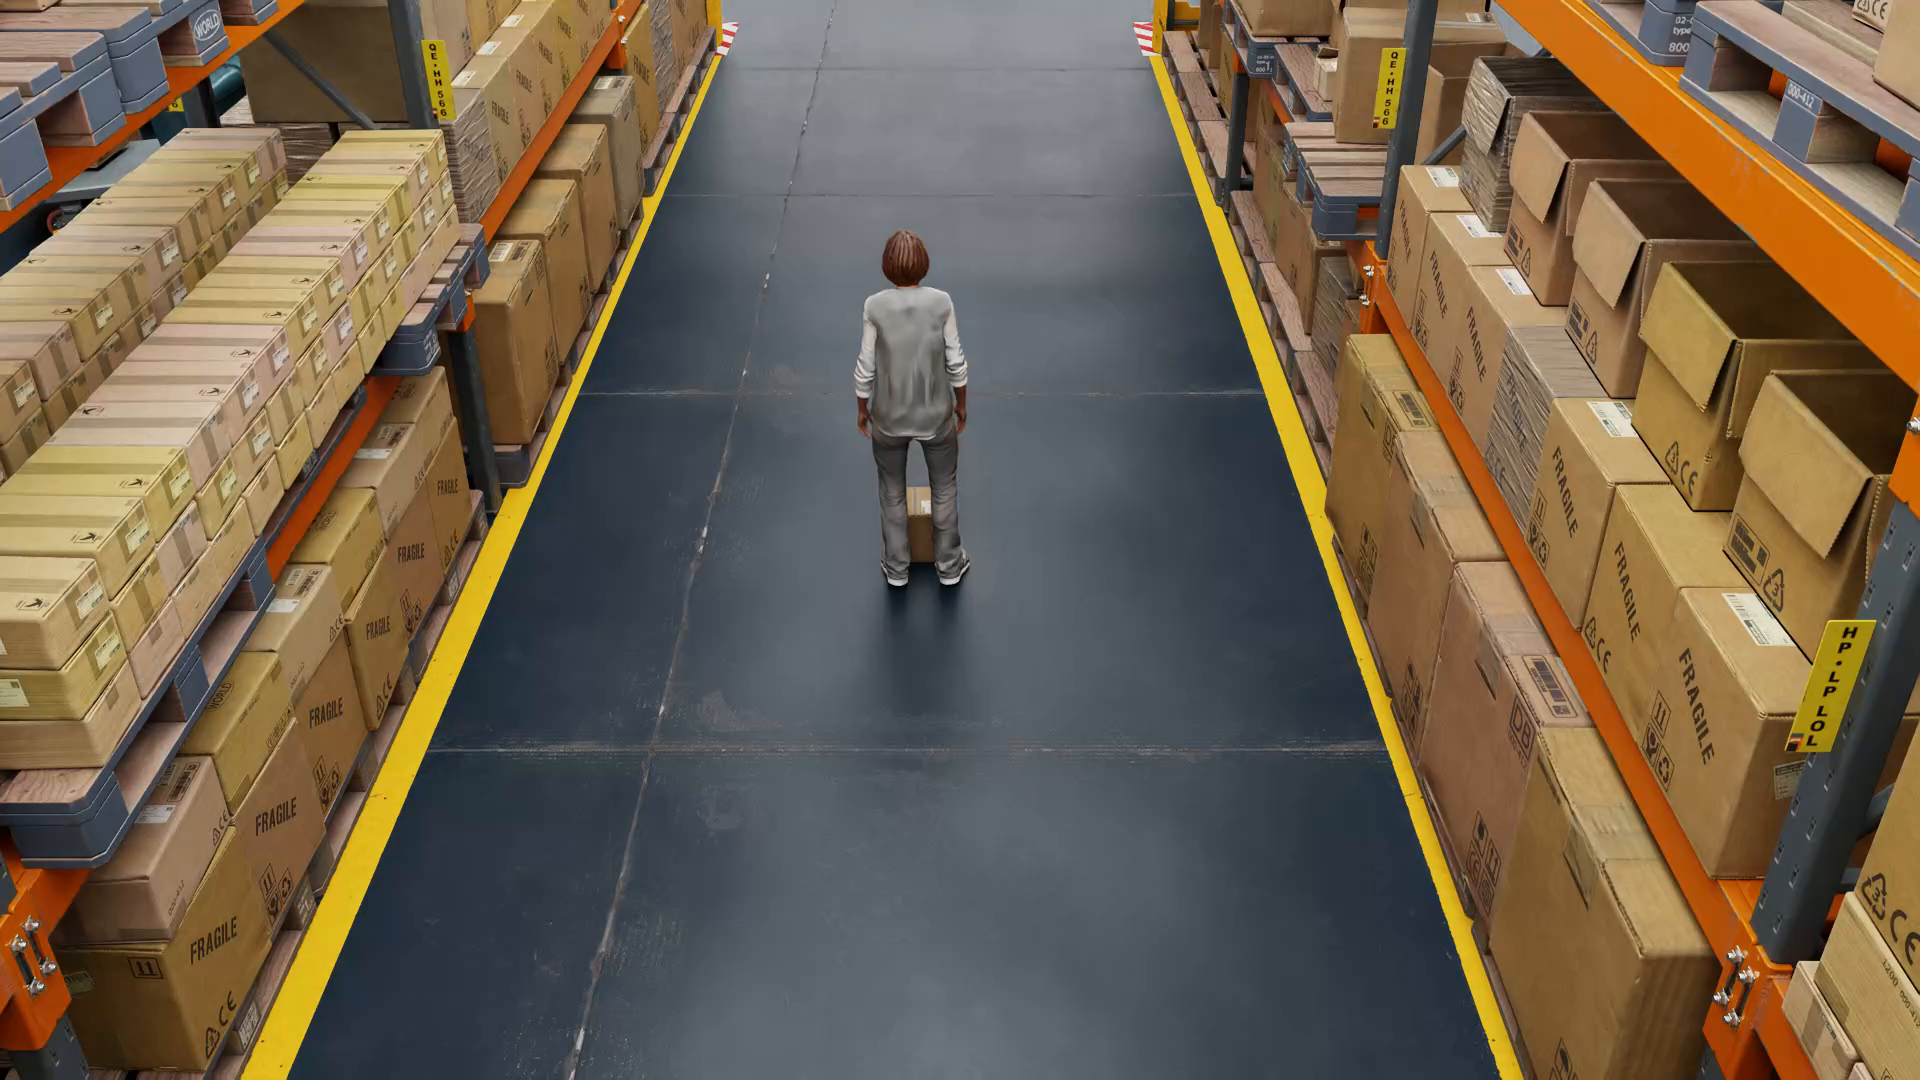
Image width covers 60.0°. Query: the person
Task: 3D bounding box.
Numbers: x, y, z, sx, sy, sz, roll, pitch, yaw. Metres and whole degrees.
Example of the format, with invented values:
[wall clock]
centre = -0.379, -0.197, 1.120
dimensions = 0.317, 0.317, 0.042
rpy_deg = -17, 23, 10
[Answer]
[person]
centre = -0.193, -0.516, 6.971
dimensions = 0.477, 1.594, 0.342
rpy_deg = -1, 32, -2
